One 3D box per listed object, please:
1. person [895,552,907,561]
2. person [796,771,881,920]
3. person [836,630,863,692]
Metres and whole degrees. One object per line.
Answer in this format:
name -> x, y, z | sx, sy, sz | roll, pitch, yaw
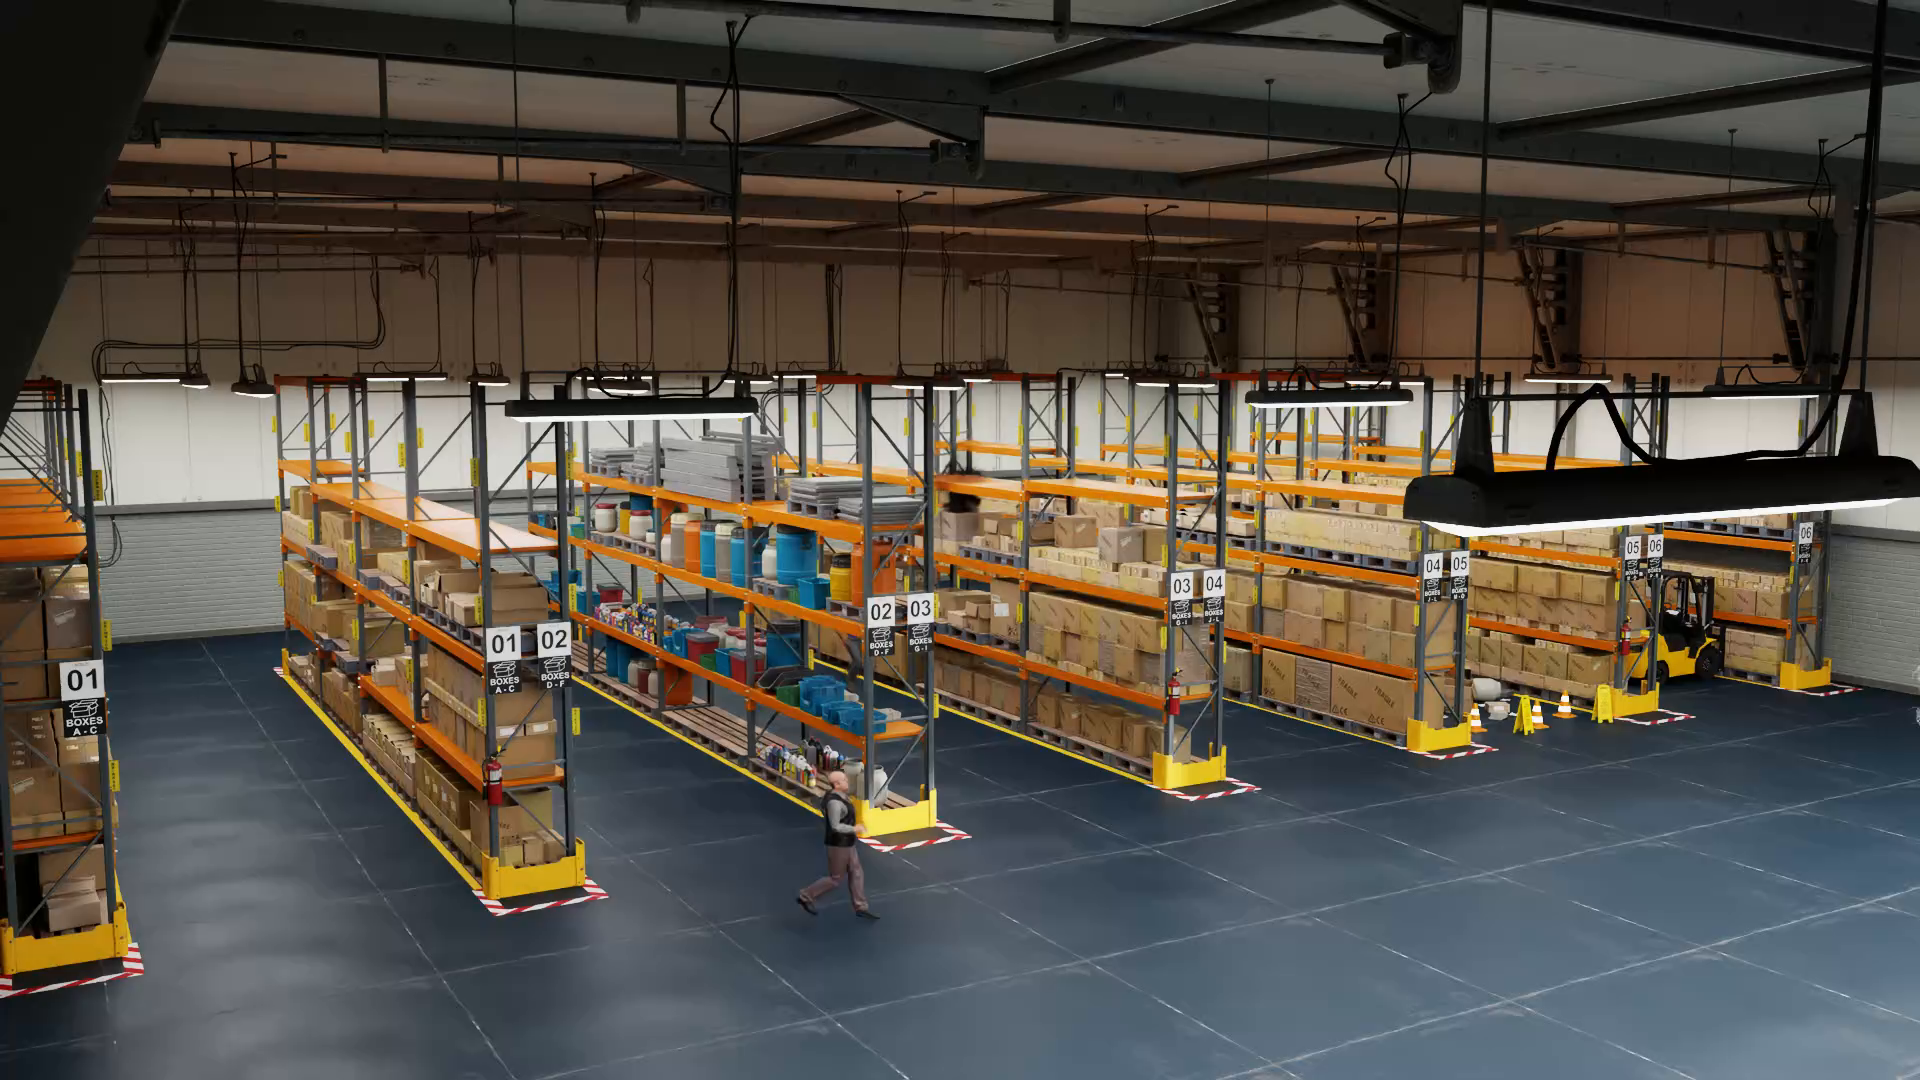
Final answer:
person -> -1.508, 1.016, 40.695 | 0.759, 1.788, 0.834 | 3, 7, 22
person -> -1.367, 3.441, 18.665 | 0.952, 1.726, 0.672 | 0, 6, 0
person -> -1.883, 1.934, 30.201 | 0.629, 1.670, 0.552 | 6, 9, 44
